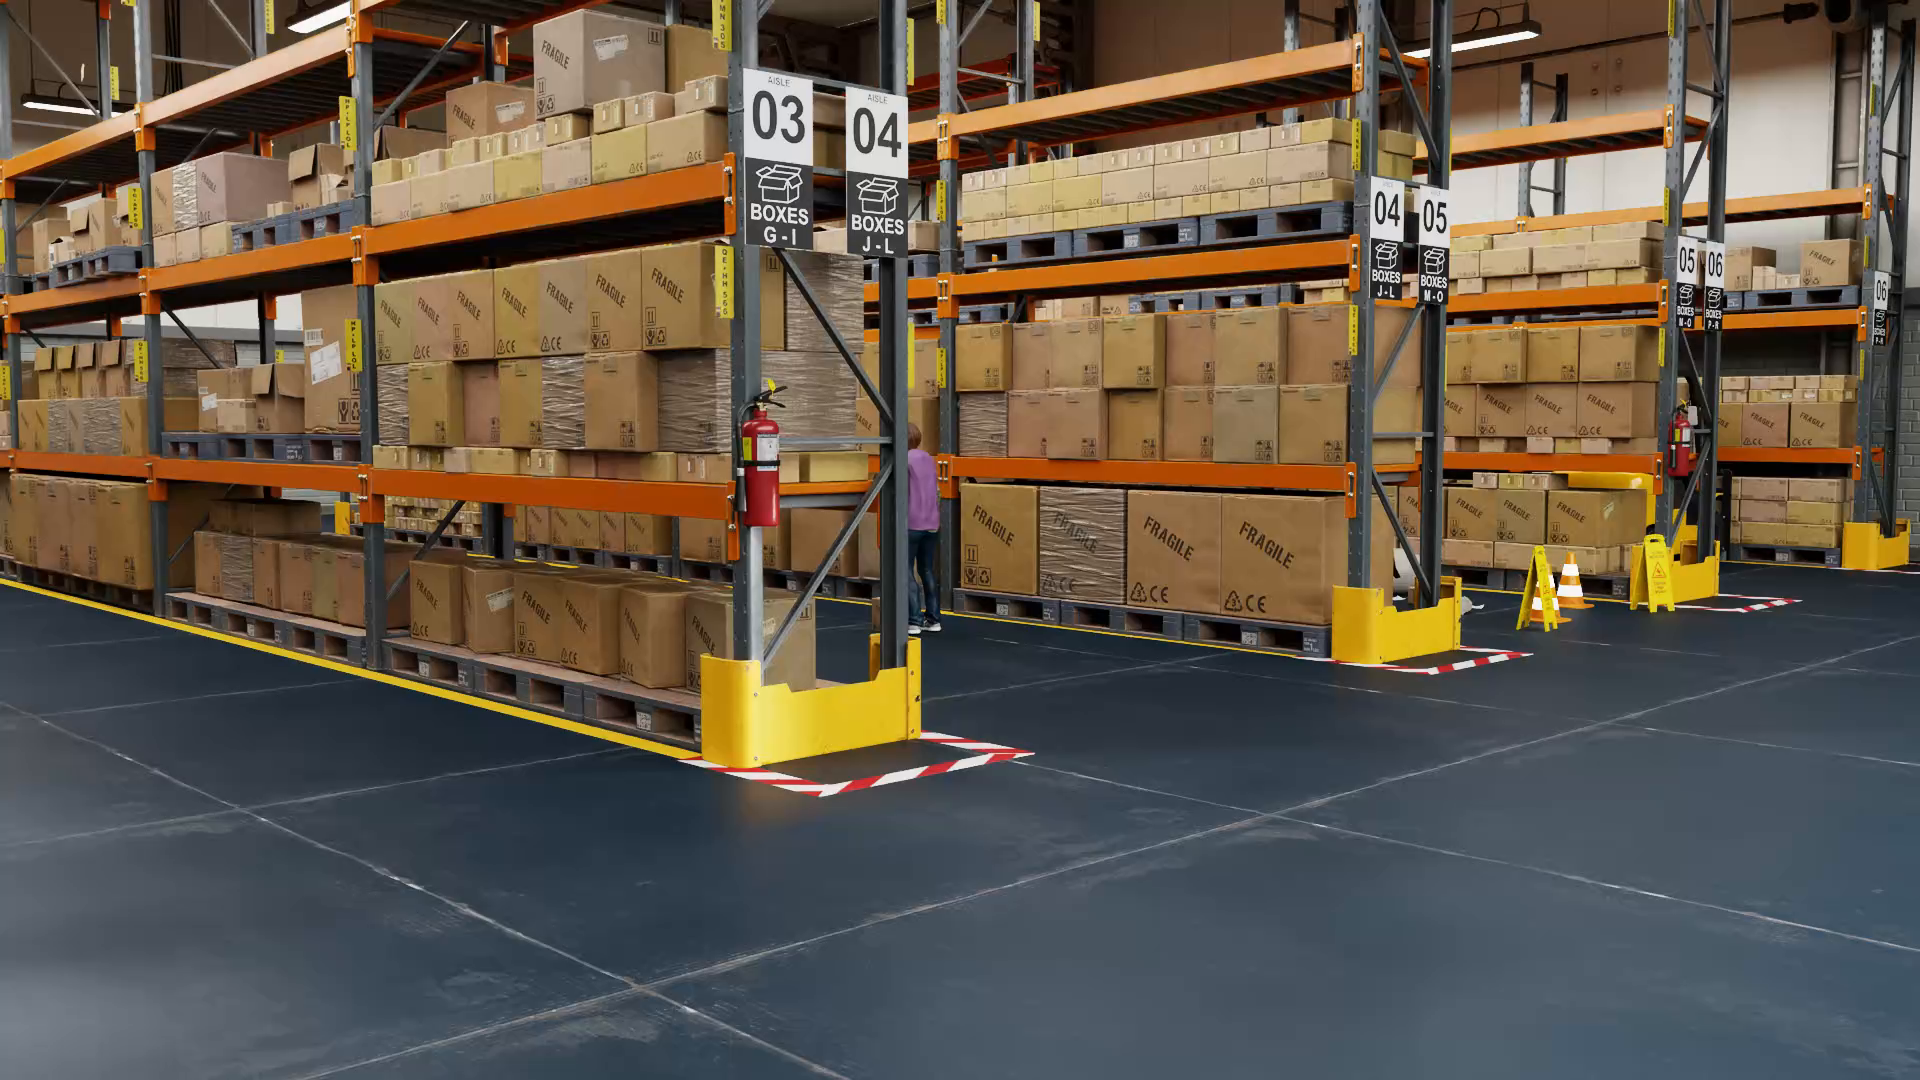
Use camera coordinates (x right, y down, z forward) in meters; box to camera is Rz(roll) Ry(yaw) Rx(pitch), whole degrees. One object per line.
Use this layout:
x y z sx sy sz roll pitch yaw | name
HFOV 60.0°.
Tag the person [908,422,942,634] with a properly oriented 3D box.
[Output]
-0.336 -0.084 12.522 0.349 1.581 0.474 4 6 45 | person
